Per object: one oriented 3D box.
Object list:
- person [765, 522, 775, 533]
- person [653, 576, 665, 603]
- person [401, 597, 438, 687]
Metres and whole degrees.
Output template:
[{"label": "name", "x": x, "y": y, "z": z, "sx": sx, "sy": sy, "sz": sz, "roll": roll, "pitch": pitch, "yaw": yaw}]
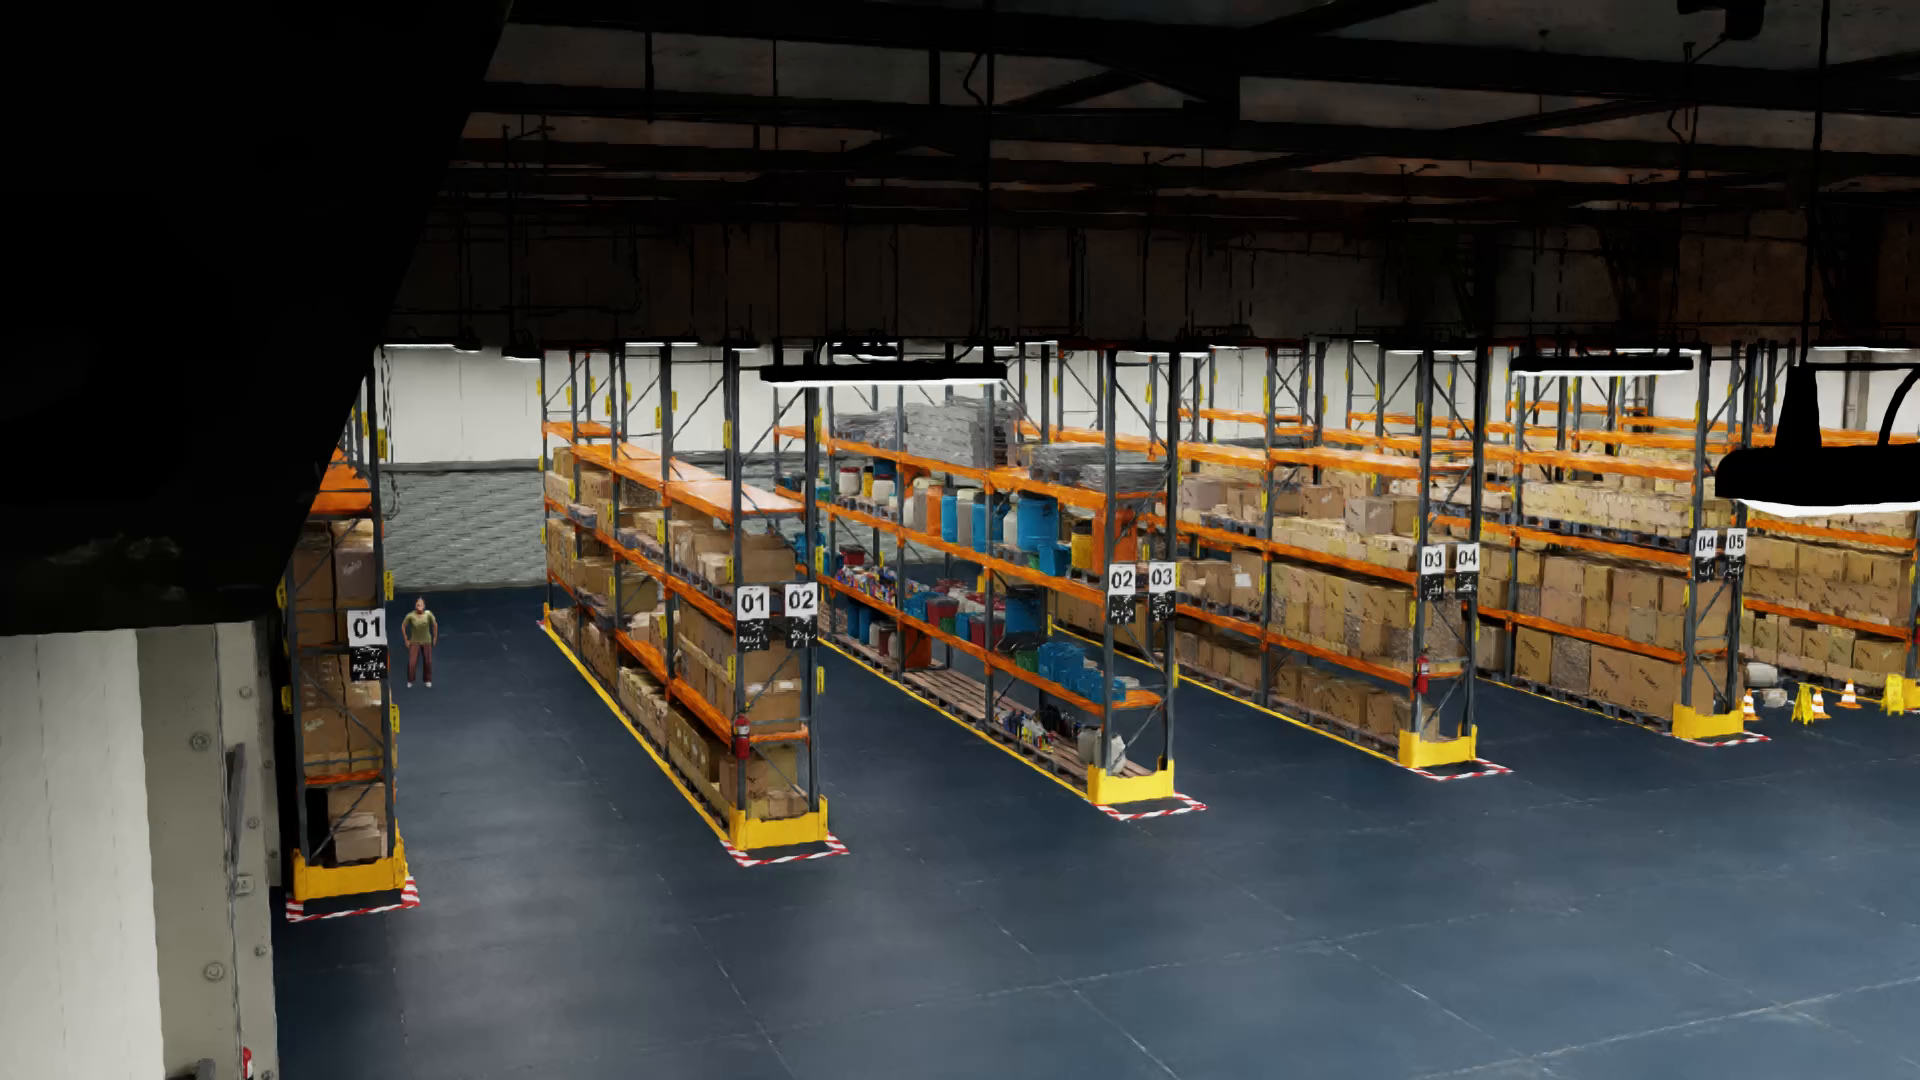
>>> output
[{"label": "person", "x": -4.620, "y": 0.398, "z": 39.420, "sx": 0.471, "sy": 1.653, "sz": 0.651, "roll": 3, "pitch": 8, "yaw": 23}, {"label": "person", "x": -6.021, "y": 1.163, "z": 33.574, "sx": 0.495, "sy": 1.589, "sz": 1.086, "roll": -3, "pitch": 8, "yaw": -20}, {"label": "person", "x": -9.404, "y": 1.776, "z": 28.967, "sx": 0.598, "sy": 1.619, "sz": 0.507, "roll": -3, "pitch": 8, "yaw": -24}]
